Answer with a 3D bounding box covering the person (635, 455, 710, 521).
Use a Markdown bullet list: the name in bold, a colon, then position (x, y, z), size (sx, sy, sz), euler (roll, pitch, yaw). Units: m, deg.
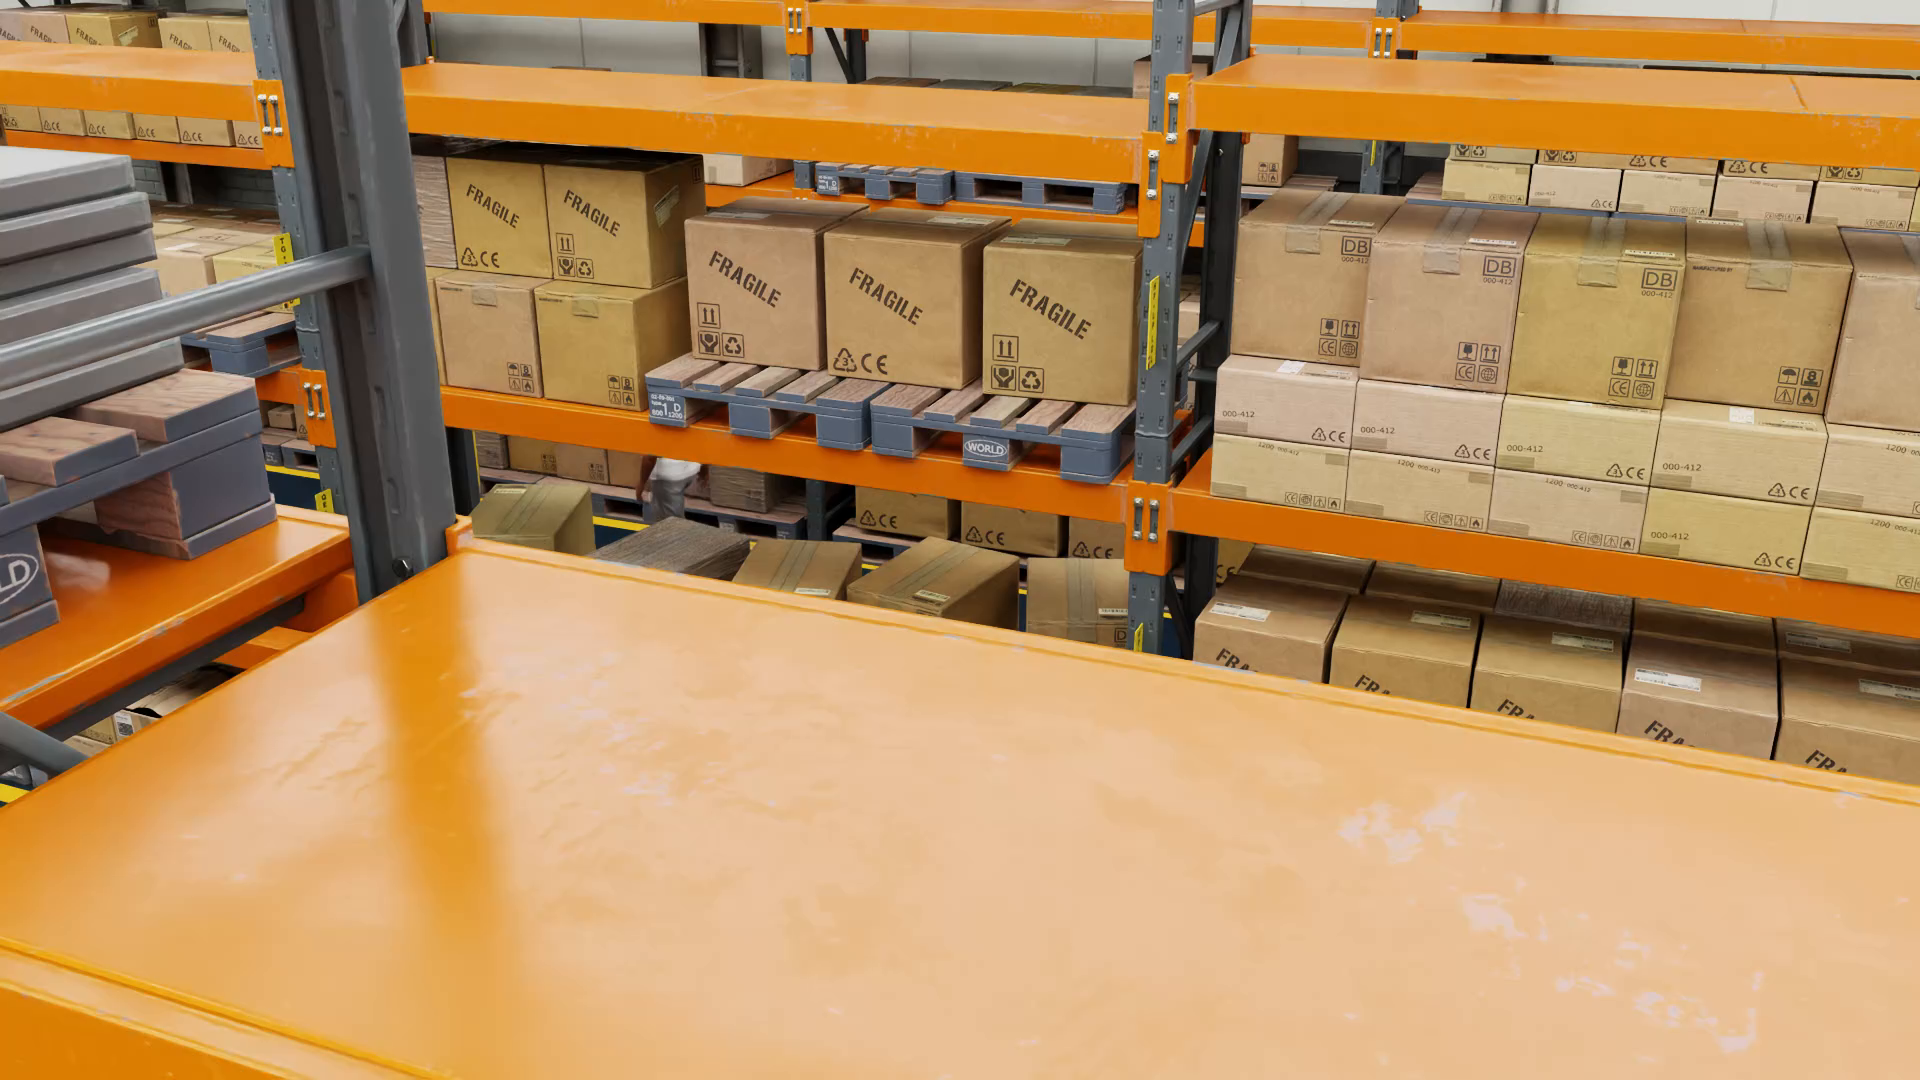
- **person**: position (-2.111, -0.470, 12.038), size (0.509, 1.808, 0.621), euler (9, 24, 22)
